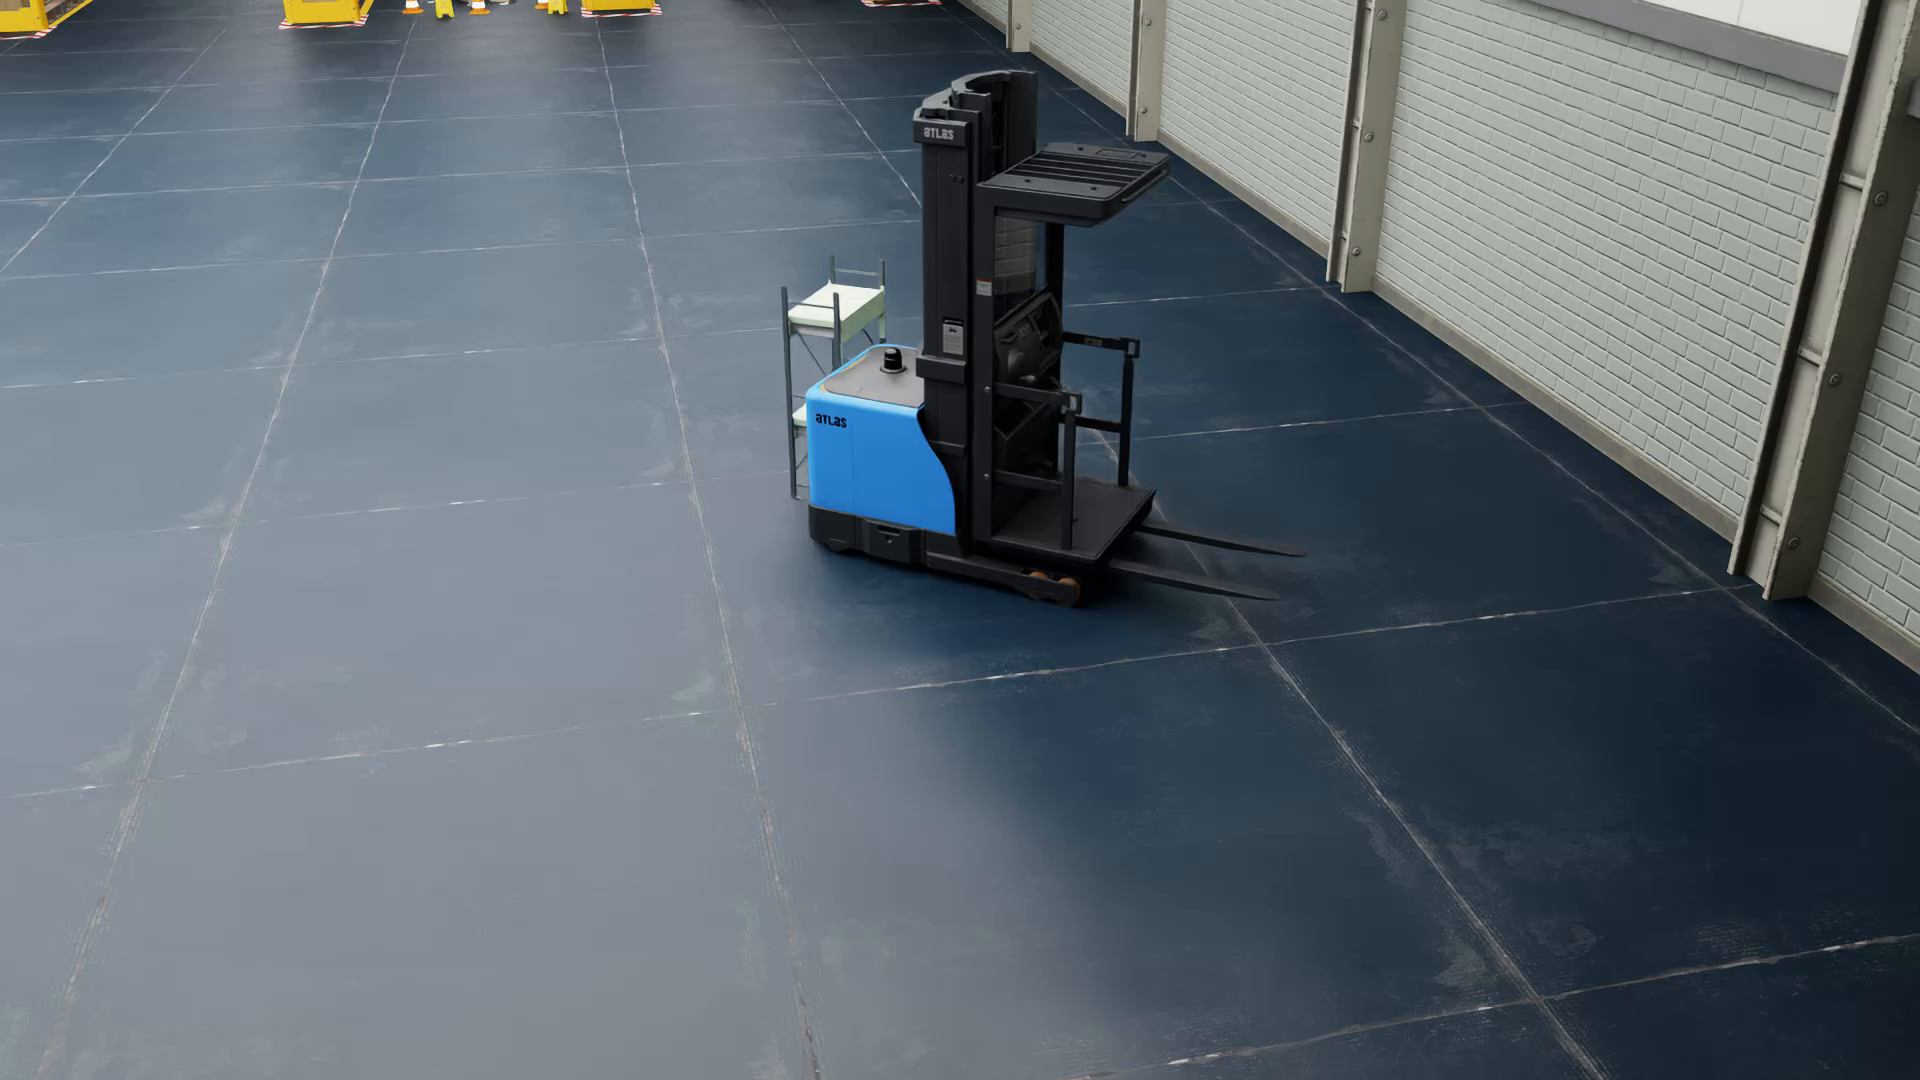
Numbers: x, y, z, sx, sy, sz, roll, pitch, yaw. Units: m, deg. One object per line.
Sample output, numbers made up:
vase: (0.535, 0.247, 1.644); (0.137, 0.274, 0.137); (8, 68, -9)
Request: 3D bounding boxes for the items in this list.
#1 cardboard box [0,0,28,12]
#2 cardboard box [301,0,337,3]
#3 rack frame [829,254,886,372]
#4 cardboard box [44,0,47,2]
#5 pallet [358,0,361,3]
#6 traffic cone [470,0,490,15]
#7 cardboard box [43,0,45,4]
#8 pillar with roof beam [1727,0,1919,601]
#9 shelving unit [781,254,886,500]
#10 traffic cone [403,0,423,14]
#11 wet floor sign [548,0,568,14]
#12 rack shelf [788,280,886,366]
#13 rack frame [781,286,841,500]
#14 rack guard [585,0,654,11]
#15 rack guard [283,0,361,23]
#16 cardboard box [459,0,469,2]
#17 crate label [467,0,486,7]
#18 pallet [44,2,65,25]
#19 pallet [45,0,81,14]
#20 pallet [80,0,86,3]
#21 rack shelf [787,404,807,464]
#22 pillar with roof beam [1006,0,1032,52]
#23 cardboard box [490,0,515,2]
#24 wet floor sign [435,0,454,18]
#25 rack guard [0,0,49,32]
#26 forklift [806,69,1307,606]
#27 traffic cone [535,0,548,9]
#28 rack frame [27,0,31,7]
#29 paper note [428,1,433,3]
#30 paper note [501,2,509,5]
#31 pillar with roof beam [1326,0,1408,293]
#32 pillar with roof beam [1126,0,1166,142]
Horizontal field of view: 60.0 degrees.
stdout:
cardboard box: (-15.771, -9.050, 27.659); (0.500, 0.500, 0.500); (-1, 27, -2)
cardboard box: (-11.009, -9.691, 28.514); (0.875, 0.875, 0.875); (-6, 27, -11)
rack frame: (-0.698, -1.233, 11.528); (0.400, 1.500, 0.023); (10, 28, 18)
cardboard box: (-16.062, -9.585, 28.720); (0.500, 0.500, 0.500); (-3, 27, -7)
pallet: (-11.320, -9.794, 29.920); (1.003, 0.211, 1.213); (-6, 27, -12)
traffic cone: (-8.350, -9.372, 28.804); (0.336, 0.463, 0.334); (-6, 27, -12)
cardboard box: (-15.939, -9.309, 28.172); (0.500, 0.500, 0.500); (1, 27, 2)
pillar with roof beam: (0.779, -3.316, 7.334); (9.100, 9.000, 0.400); (-6, 27, -12)
shelving unit: (-0.828, -1.079, 11.223); (0.431, 1.500, 0.755); (10, 28, 18)
traffic cone: (-9.528, -9.406, 28.873); (0.336, 0.463, 0.334); (-6, 27, -12)
wet floor sign: (-6.992, -9.465, 28.787); (0.267, 0.644, 0.232); (3, 27, 6)
rack shelf: (-0.828, -1.427, 11.047); (0.431, 0.370, 0.720); (10, 28, 18)
rack frame: (-0.957, -0.925, 10.917); (0.400, 1.500, 0.023); (10, 28, 18)
rack guard: (-6.009, -9.626, 29.267); (1.175, 0.500, 0.348); (-6, 27, -12)
rack guard: (-10.786, -9.035, 28.096); (1.175, 0.500, 0.348); (-6, 27, -12)
cardboard box: (-8.854, -10.108, 30.218); (0.637, 0.503, 0.797); (19, 32, 32)
crate label: (-8.588, -9.565, 29.549); (0.250, 0.136, 0.298); (-23, 35, -38)
pallet: (-15.813, -8.851, 28.052); (1.003, 0.211, 1.213); (-6, 27, -12)
pallet: (-16.084, -9.385, 29.111); (1.003, 0.211, 1.213); (-6, 27, -12)
pallet: (-16.363, -9.922, 30.174); (1.003, 0.211, 1.213); (-6, 27, -12)
rack shelf: (-0.828, -0.788, 11.370); (0.431, 0.370, 0.720); (10, 28, 18)
pillar with roof beam: (-3.278, -11.218, 22.989); (9.100, 9.000, 0.400); (-6, 27, -12)
cardboard box: (-8.255, -9.806, 30.013); (0.380, 0.149, 0.250); (8, 28, 15)
wet floor sign: (-8.856, -9.299, 28.457); (0.267, 0.644, 0.232); (-11, 29, -20)
rack guard: (-15.664, -8.620, 27.273); (1.175, 0.500, 0.348); (-6, 27, -12)
forklift: (0.595, -1.185, 9.845); (3.031, 2.935, 1.130); (12, 29, 22)
traffic cone: (-7.346, -9.634, 29.323); (0.336, 0.463, 0.334); (-6, 27, -12)
rack frame: (-15.647, -9.702, 26.643); (1.000, 3.000, 0.127); (-6, 27, -12)
paper note: (-9.482, -9.678, 29.892); (0.144, 0.017, 0.142); (3, 27, 6)
paper note: (-8.144, -9.596, 29.728); (0.148, 0.019, 0.142); (-16, 31, -29)
pillar with roof beam: (-0.573, -5.950, 12.552); (9.100, 9.000, 0.400); (-6, 27, -12)
pillar with roof beam: (-1.925, -8.584, 17.771); (9.100, 9.000, 0.400); (-6, 27, -12)
